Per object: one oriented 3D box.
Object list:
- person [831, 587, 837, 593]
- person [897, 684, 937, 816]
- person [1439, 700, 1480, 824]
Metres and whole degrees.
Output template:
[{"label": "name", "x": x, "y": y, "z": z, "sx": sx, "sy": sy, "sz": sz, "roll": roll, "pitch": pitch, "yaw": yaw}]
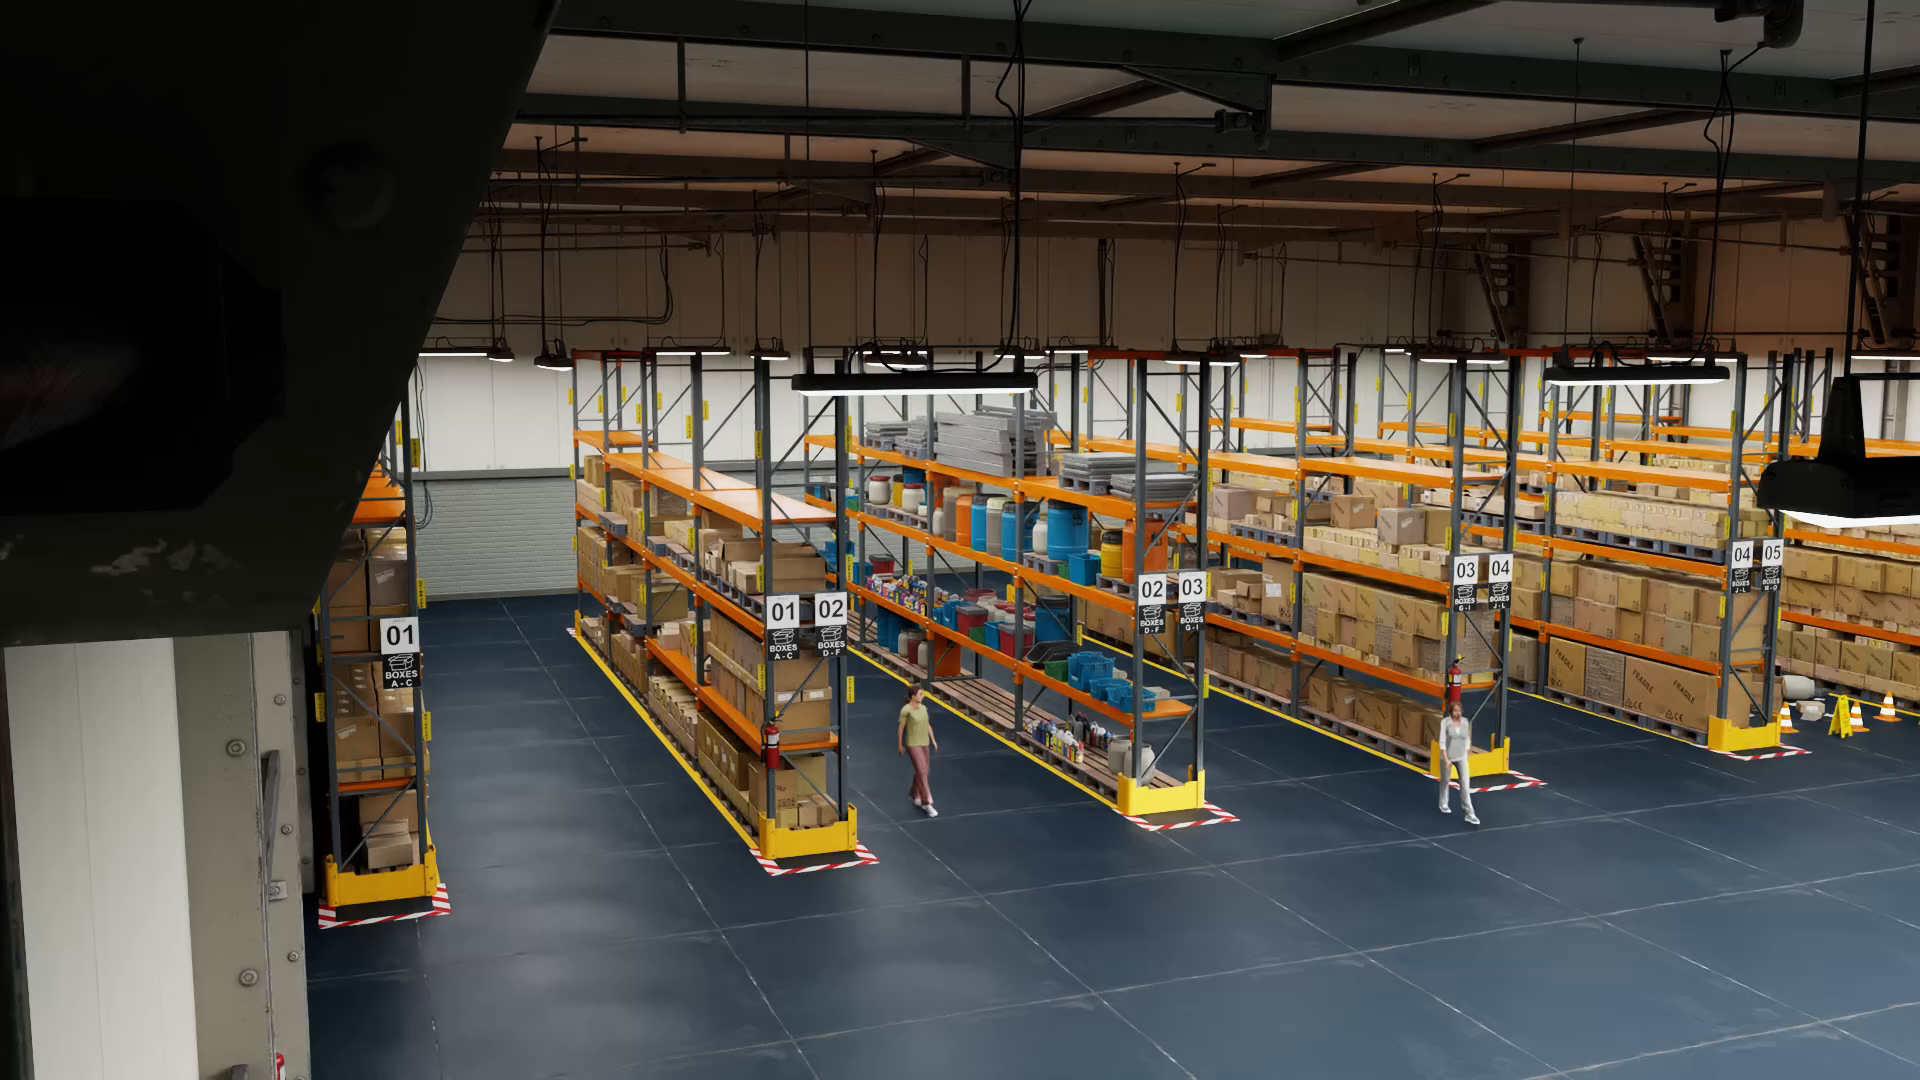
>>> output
[{"label": "person", "x": -2.744, "y": 0.674, "z": 38.394, "sx": 0.616, "sy": 1.754, "sz": 0.569, "roll": 3, "pitch": 8, "yaw": 22}, {"label": "person", "x": -0.478, "y": 2.771, "z": 22.164, "sx": 0.762, "sy": 1.663, "sz": 0.472, "roll": 7, "pitch": 10, "yaw": 44}, {"label": "person", "x": 6.452, "y": 2.857, "z": 21.619, "sx": 0.449, "sy": 1.556, "sz": 0.911, "roll": 0, "pitch": 7, "yaw": 3}]
